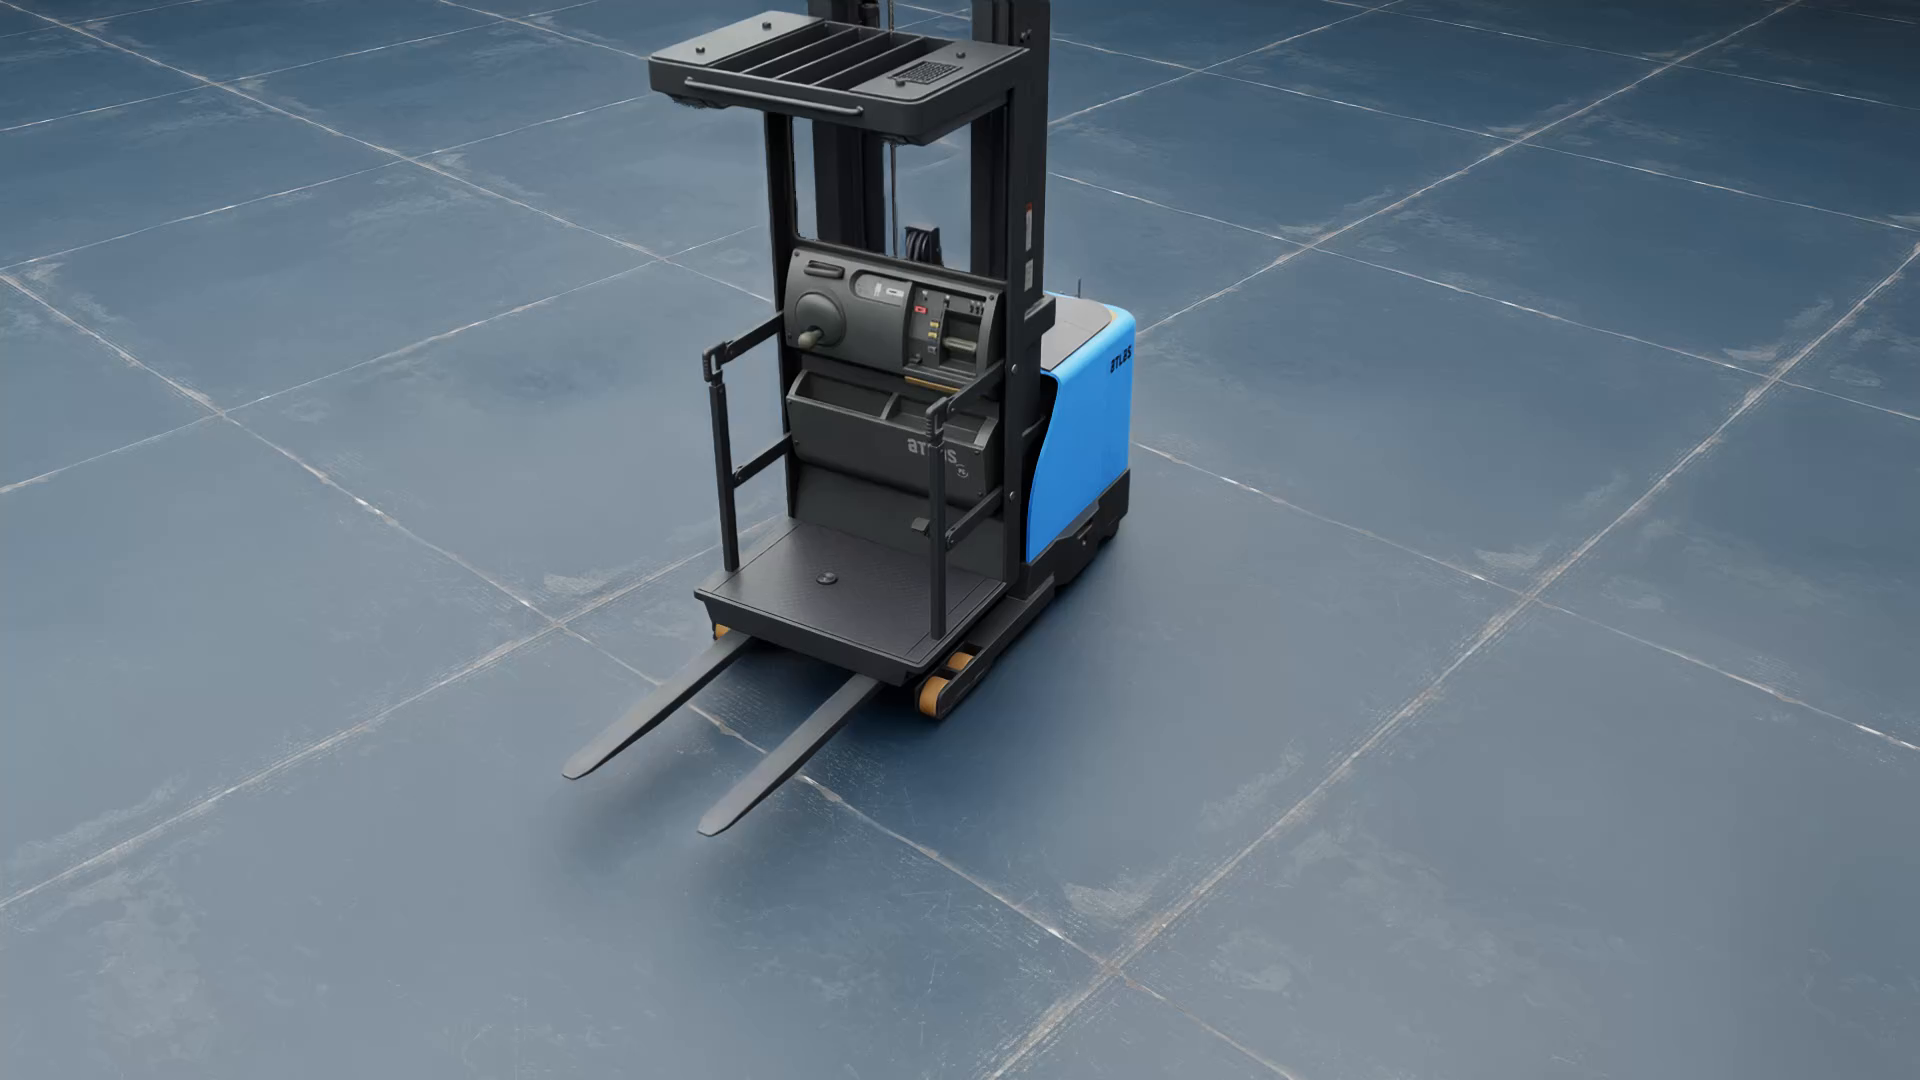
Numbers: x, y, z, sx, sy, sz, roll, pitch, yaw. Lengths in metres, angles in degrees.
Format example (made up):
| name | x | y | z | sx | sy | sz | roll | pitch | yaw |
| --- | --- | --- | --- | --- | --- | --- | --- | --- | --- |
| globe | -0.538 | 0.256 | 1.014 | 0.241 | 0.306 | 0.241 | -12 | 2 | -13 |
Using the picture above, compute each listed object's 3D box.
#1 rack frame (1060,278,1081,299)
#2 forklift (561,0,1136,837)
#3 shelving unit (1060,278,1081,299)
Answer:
| name | x | y | z | sx | sy | sz | roll | pitch | yaw |
| --- | --- | --- | --- | --- | --- | --- | --- | --- | --- |
| rack frame | 0.511 | -0.725 | 7.937 | 0.008 | 1.050 | 0.200 | 17 | 35 | 25 |
| forklift | -0.379 | -0.820 | 6.271 | 1.130 | 2.935 | 3.031 | 17 | 35 | 25 |
| shelving unit | 0.405 | -0.757 | 7.989 | 0.252 | 1.050 | 0.215 | 17 | 35 | 25 |
